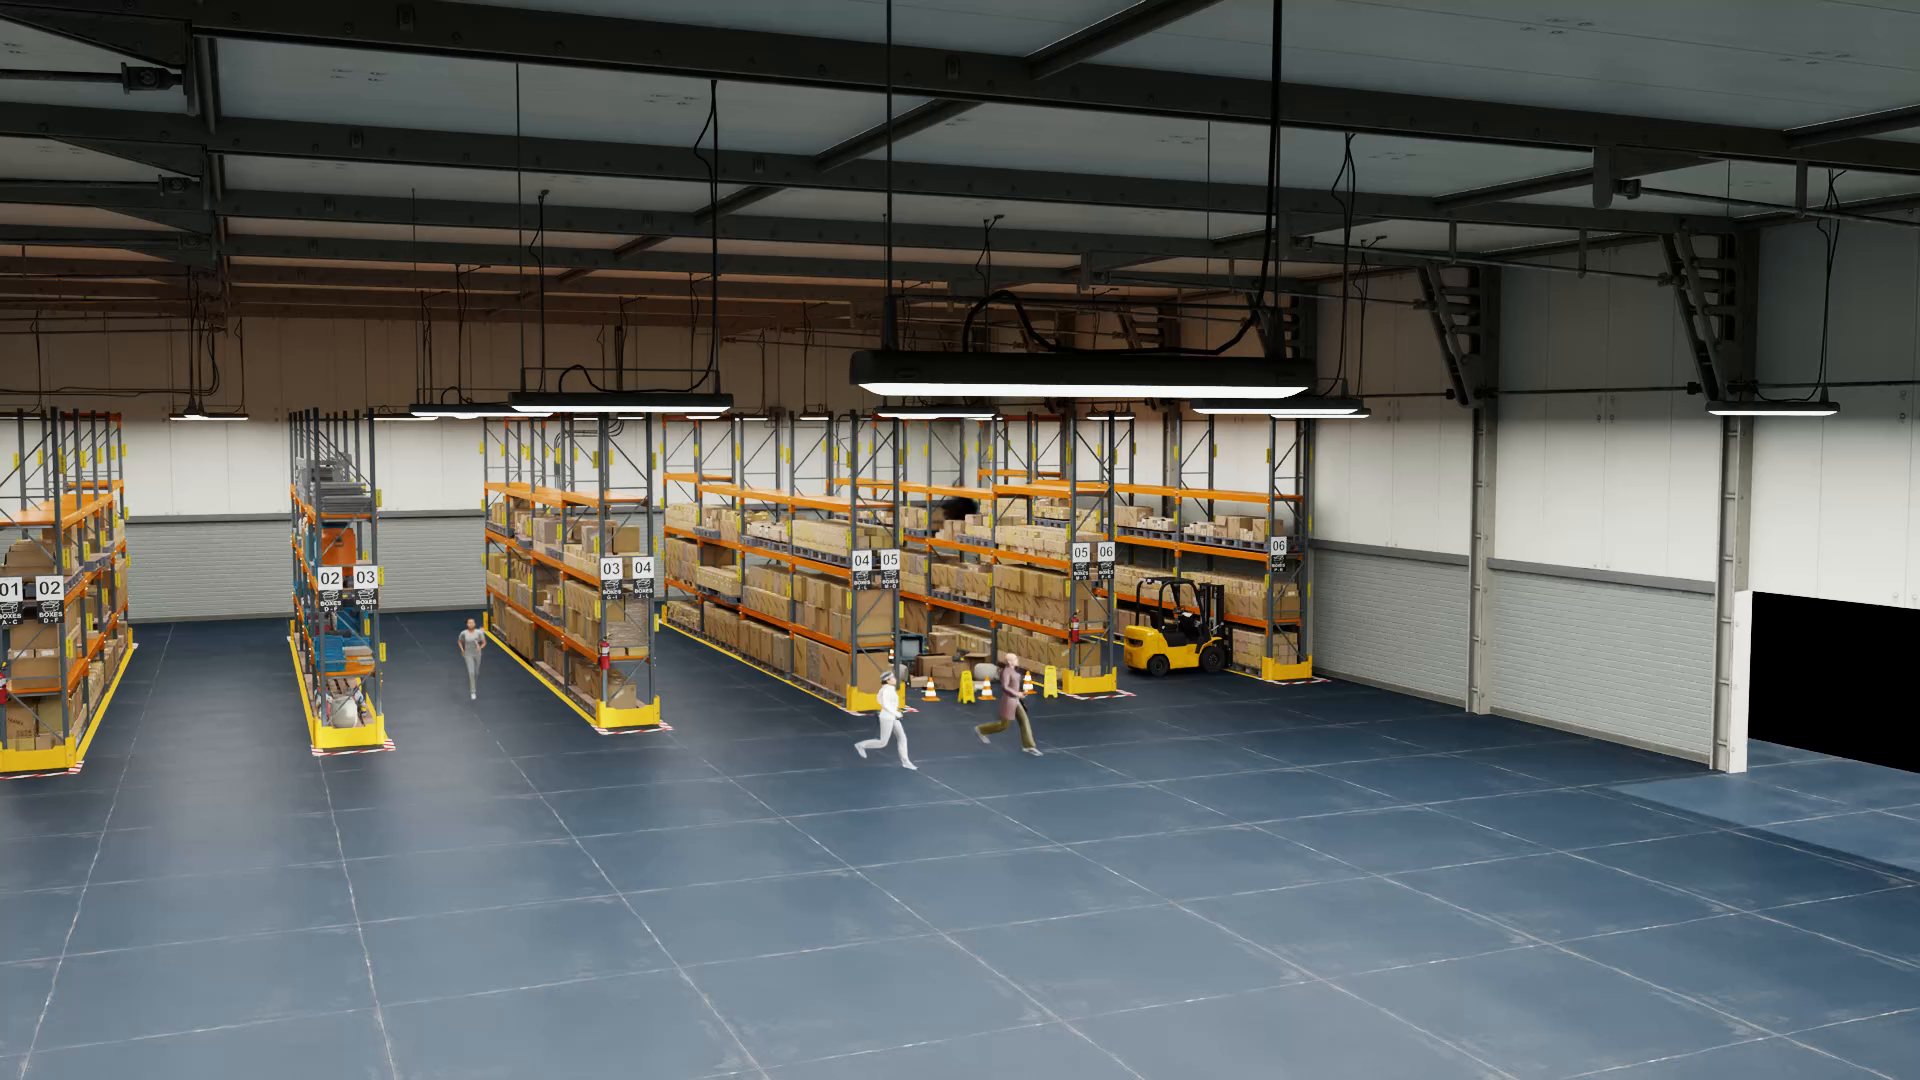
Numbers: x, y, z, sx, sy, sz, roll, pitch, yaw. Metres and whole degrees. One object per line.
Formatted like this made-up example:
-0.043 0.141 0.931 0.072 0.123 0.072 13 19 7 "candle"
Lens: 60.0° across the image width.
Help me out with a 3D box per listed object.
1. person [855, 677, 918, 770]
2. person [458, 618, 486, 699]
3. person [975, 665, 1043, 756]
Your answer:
-1.215 3.004 27.518 1.041 1.645 0.590 1 4 8 "person"
-10.162 2.434 34.677 0.562 1.665 0.891 -2 4 -24 "person"
0.842 2.945 28.767 1.203 1.579 0.678 2 4 22 "person"
